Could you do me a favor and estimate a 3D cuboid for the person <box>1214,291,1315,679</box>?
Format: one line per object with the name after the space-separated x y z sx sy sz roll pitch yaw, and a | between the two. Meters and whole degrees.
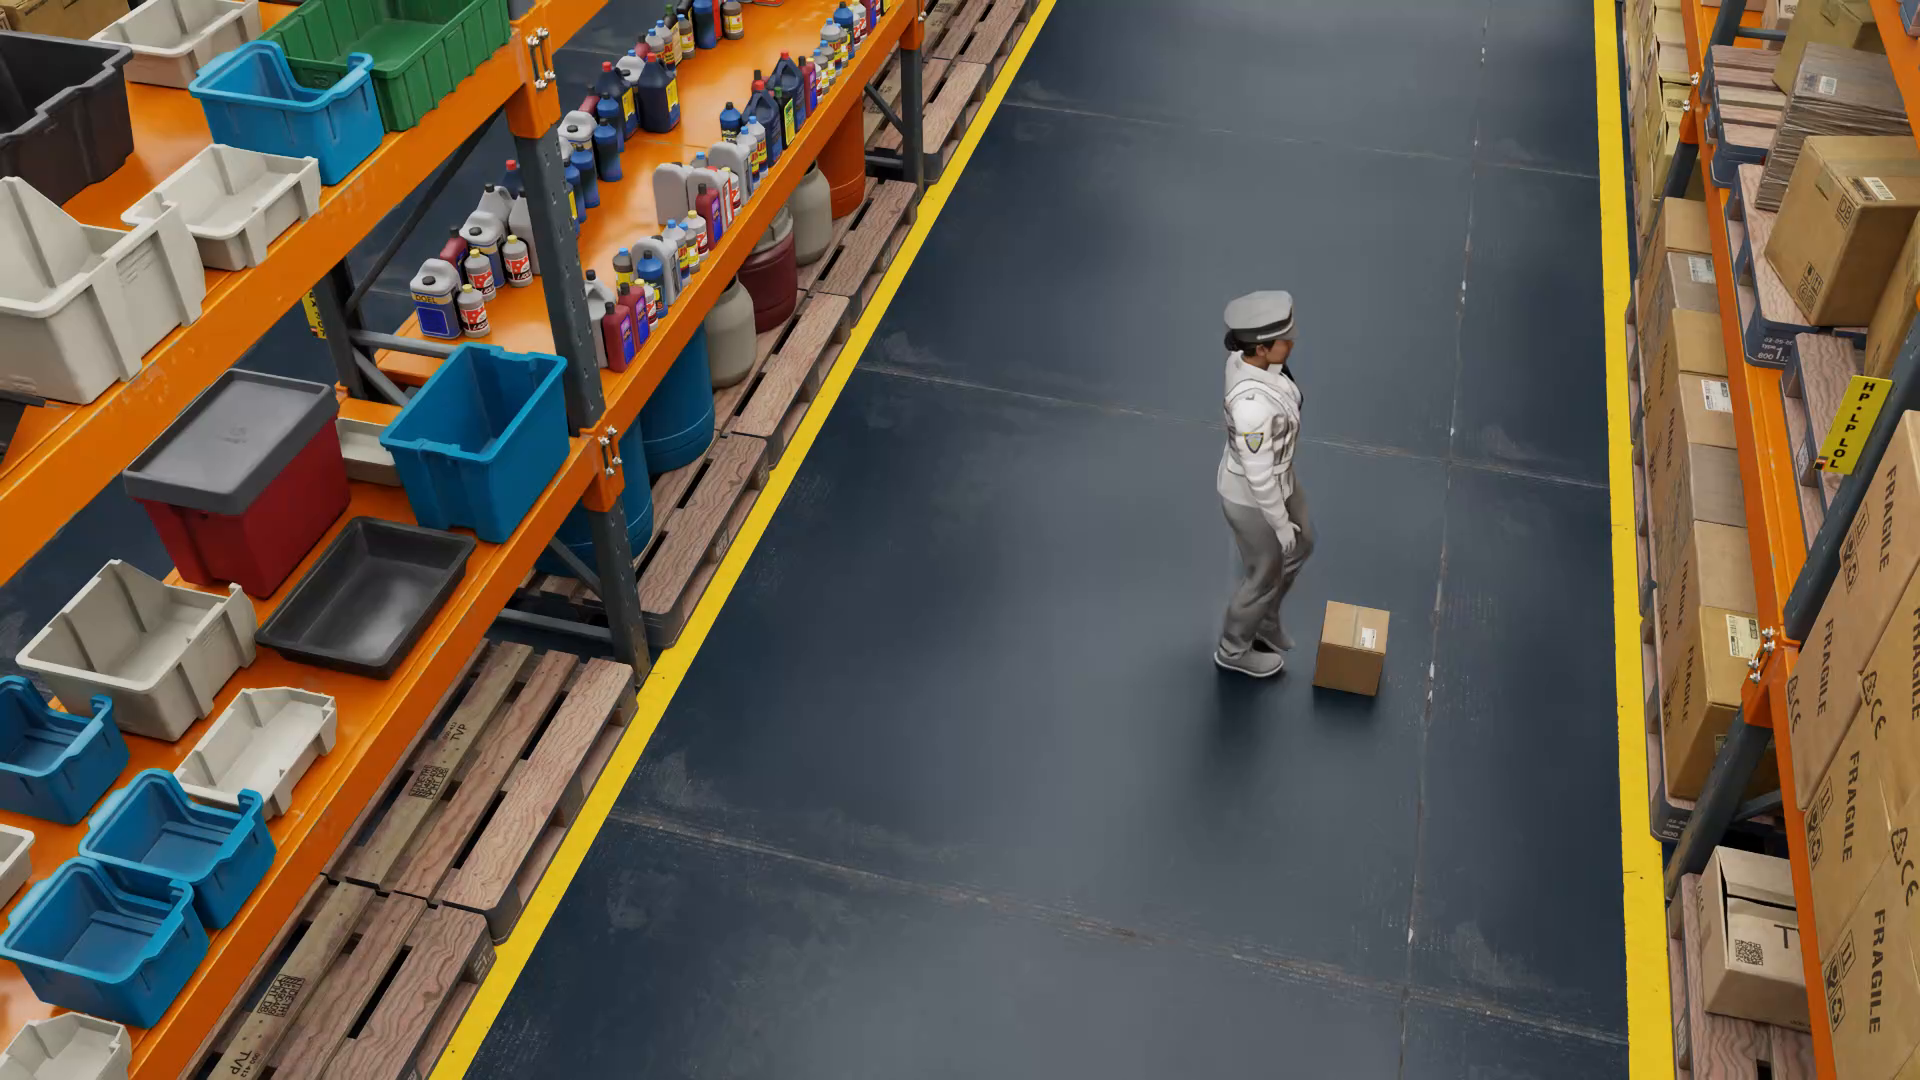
1.157 -0.160 6.352 0.472 1.747 0.528 6 42 7 | person
